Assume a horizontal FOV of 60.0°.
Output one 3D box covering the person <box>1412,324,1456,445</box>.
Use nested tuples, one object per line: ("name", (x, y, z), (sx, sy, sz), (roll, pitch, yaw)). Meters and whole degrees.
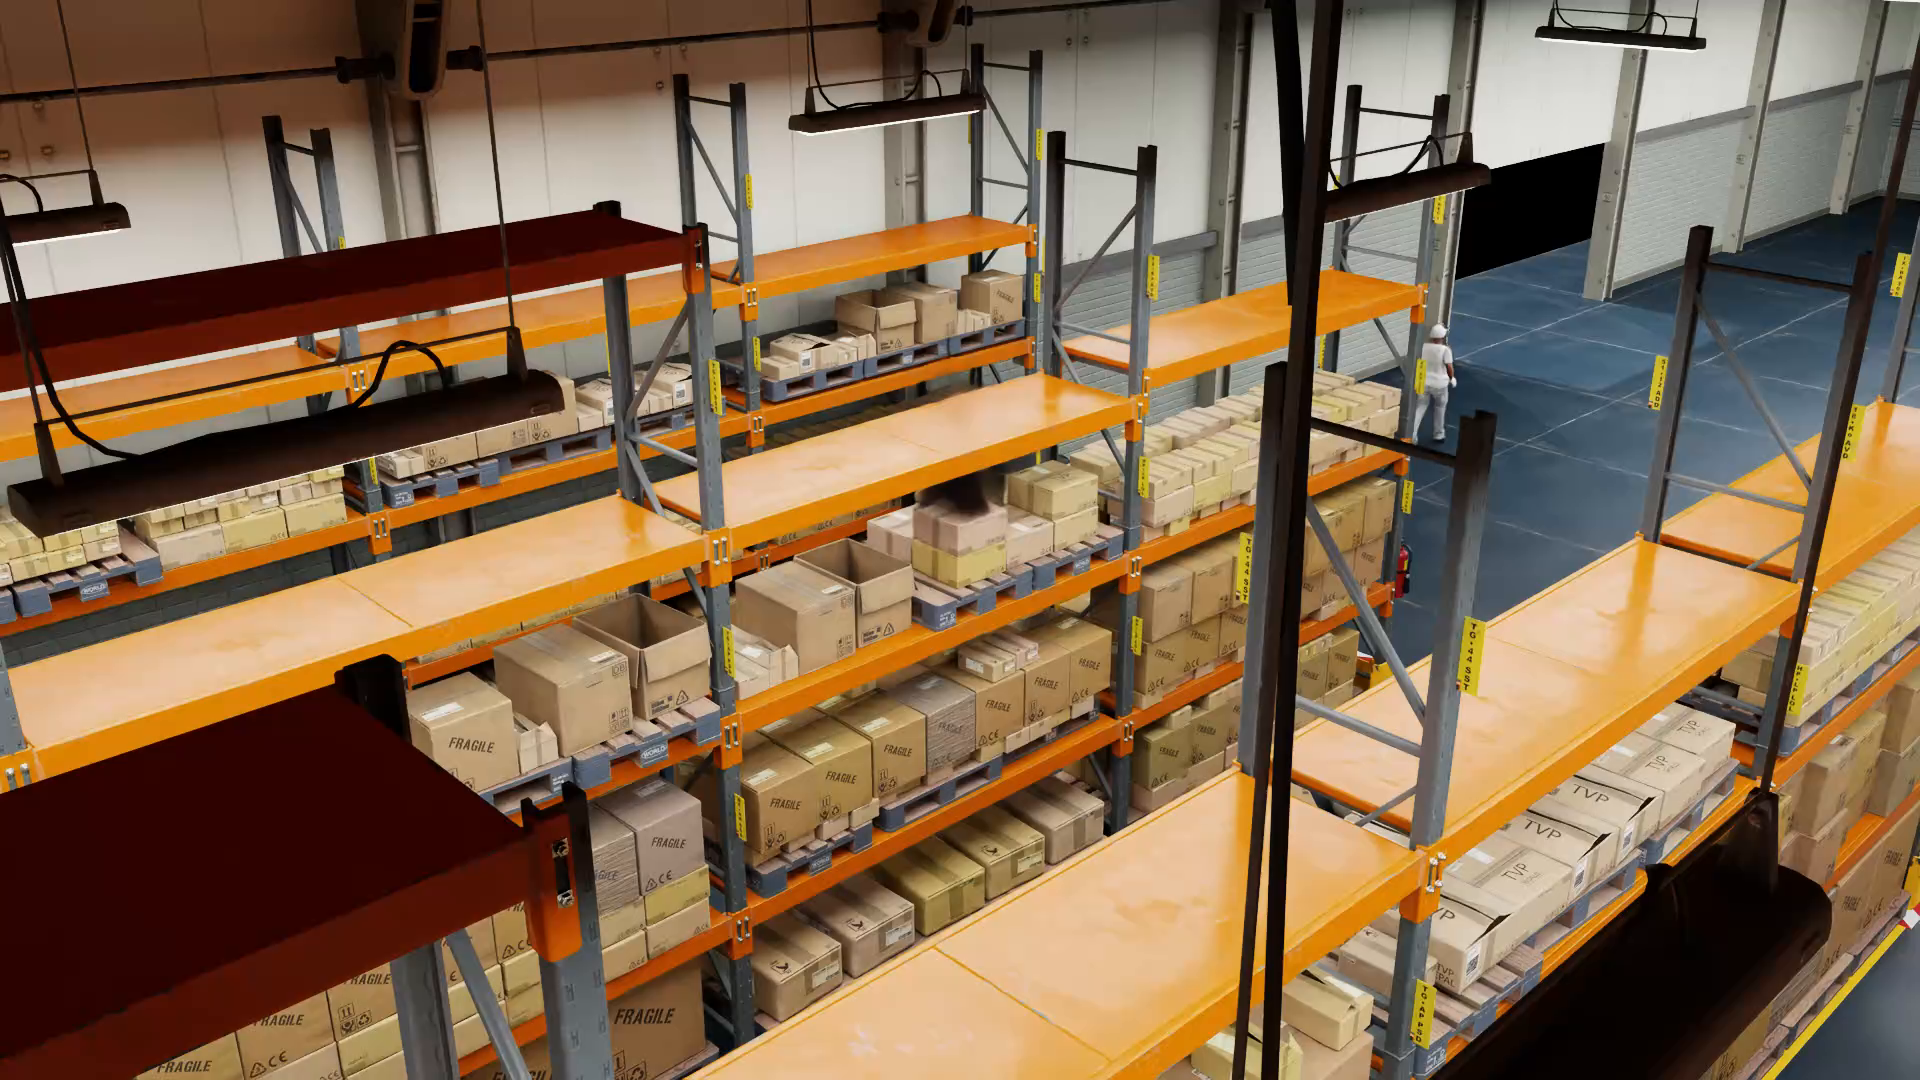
("person", (6.784, -2.231, 23.847), (0.700, 1.769, 0.997), (17, 28, 35))
